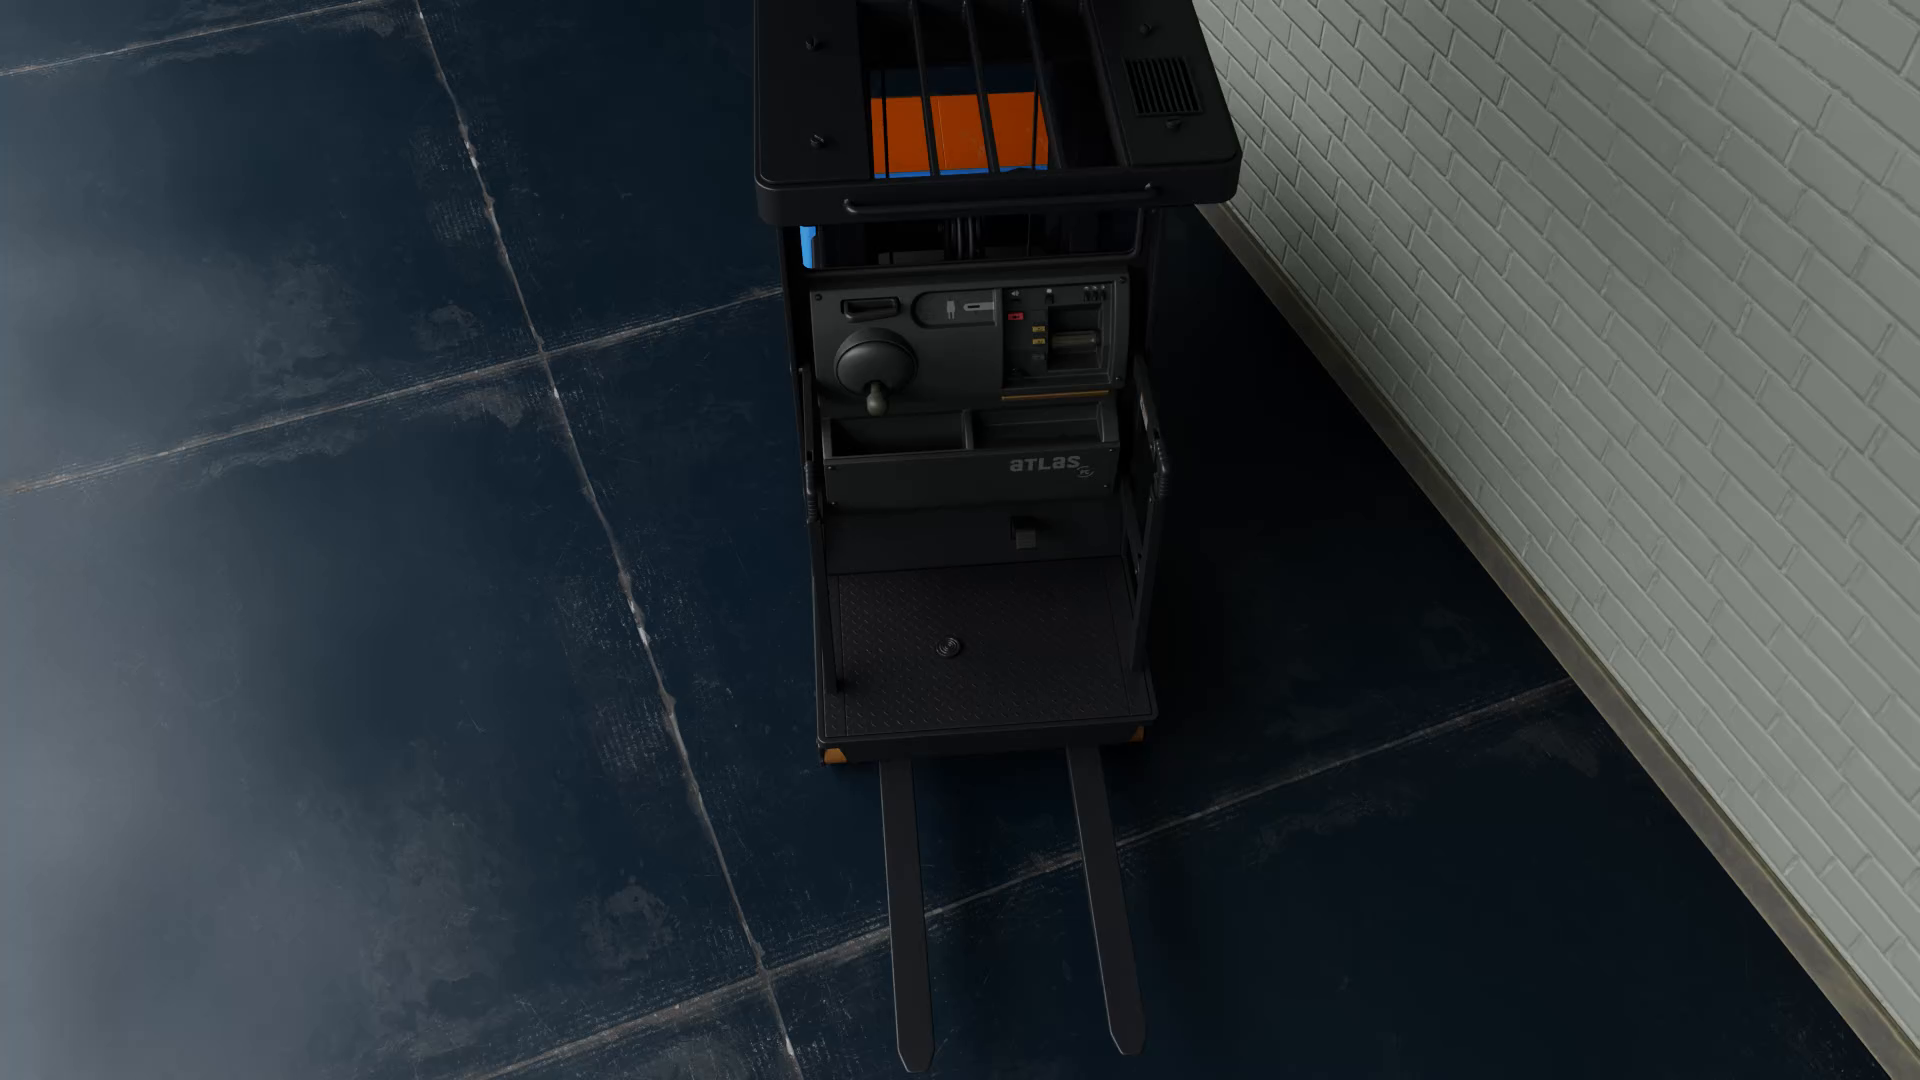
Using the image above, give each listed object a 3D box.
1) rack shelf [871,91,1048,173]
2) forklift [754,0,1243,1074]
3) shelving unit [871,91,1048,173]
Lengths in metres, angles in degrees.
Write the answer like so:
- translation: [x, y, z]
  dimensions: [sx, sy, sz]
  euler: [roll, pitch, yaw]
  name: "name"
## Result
- translation: [-0.069, -1.455, 6.373]
  dimensions: [1.000, 0.278, 0.538]
  euler: [-3, 49, -3]
  name: "rack shelf"
- translation: [0.054, -0.478, 4.729]
  dimensions: [1.130, 2.935, 3.031]
  euler: [-4, 49, -3]
  name: "forklift"
- translation: [-0.069, -1.265, 6.595]
  dimensions: [1.048, 1.125, 0.538]
  euler: [-3, 49, -3]
  name: "shelving unit"
